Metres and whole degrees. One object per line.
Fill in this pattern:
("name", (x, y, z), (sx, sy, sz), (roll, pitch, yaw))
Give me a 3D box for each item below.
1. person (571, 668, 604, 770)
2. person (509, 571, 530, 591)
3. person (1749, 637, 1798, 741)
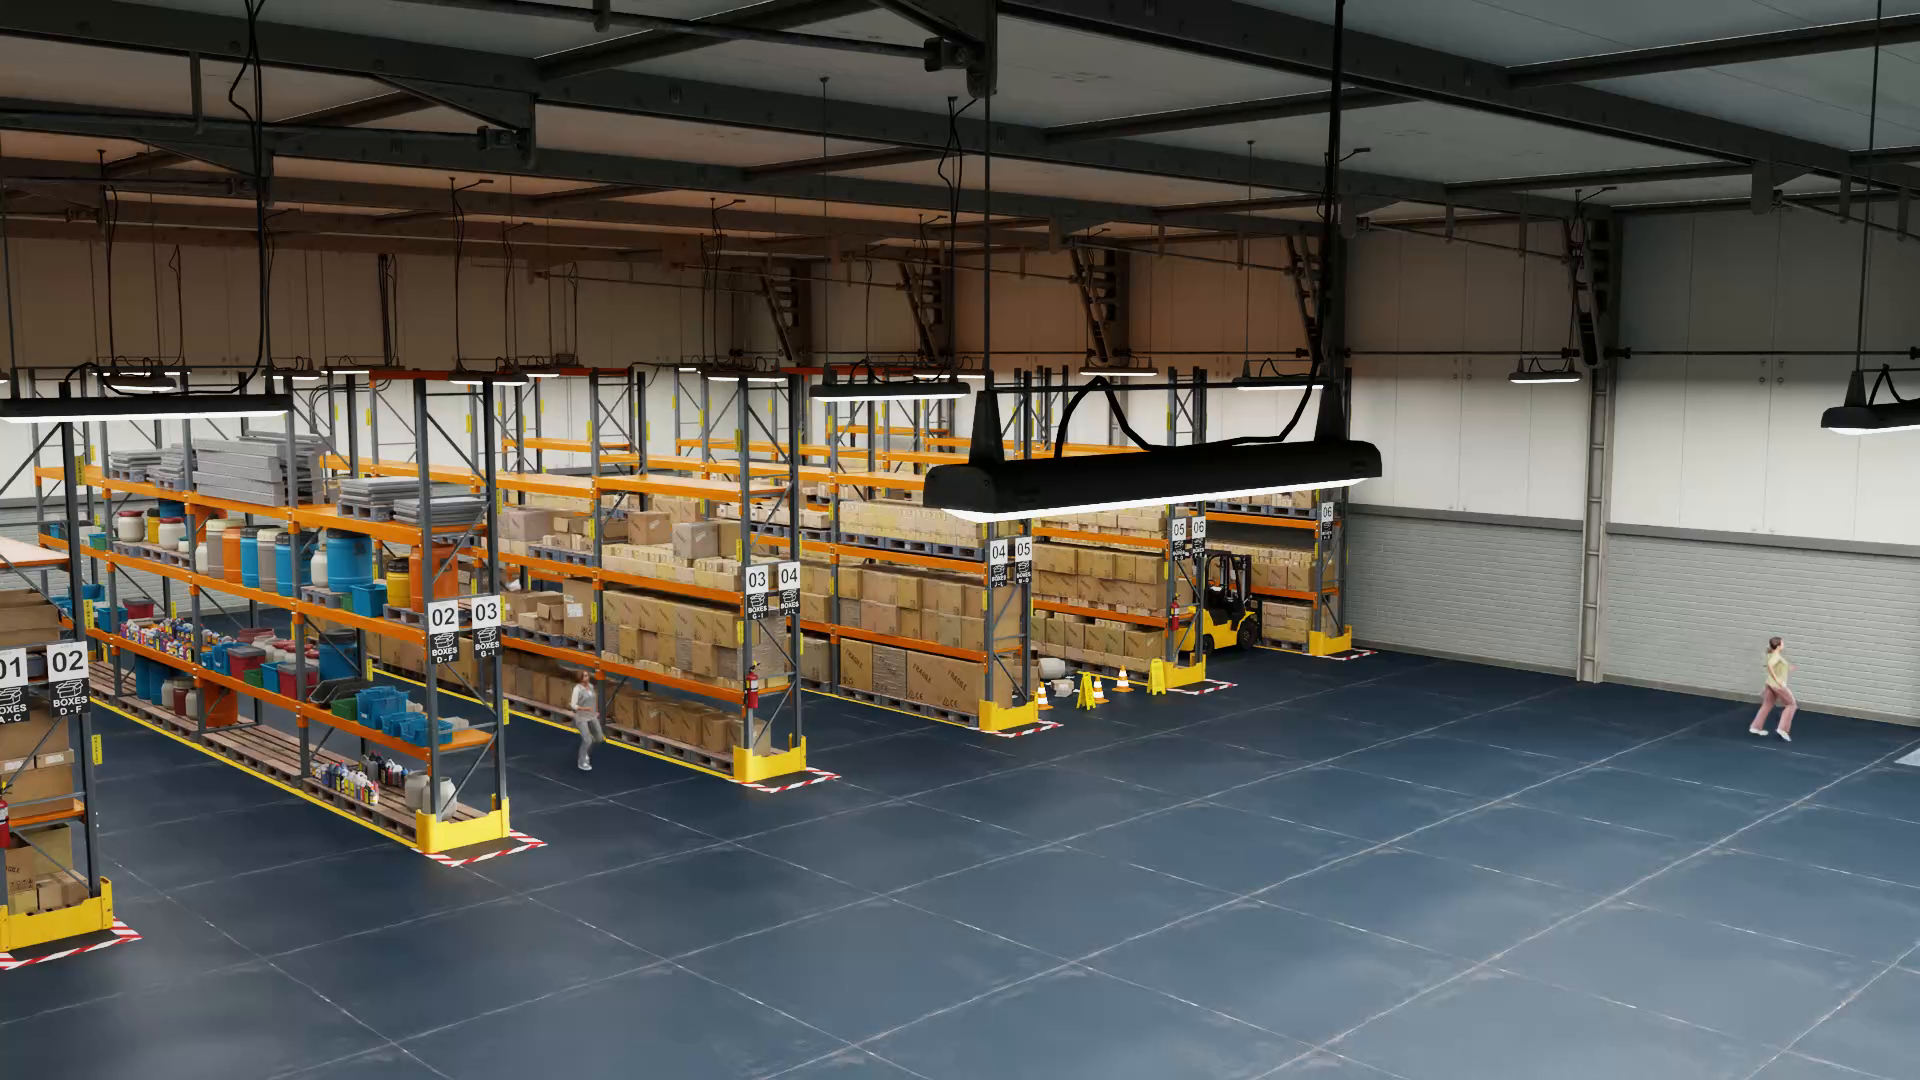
("person", (-5.619, 2.717, 25.154), (0.536, 1.556, 0.526), (4, 8, 35))
("person", (-9.743, 1.449, 36.482), (0.974, 1.641, 0.608), (5, 8, 39))
("person", (13.329, 2.436, 27.203), (0.723, 1.721, 0.543), (0, 6, -2))
